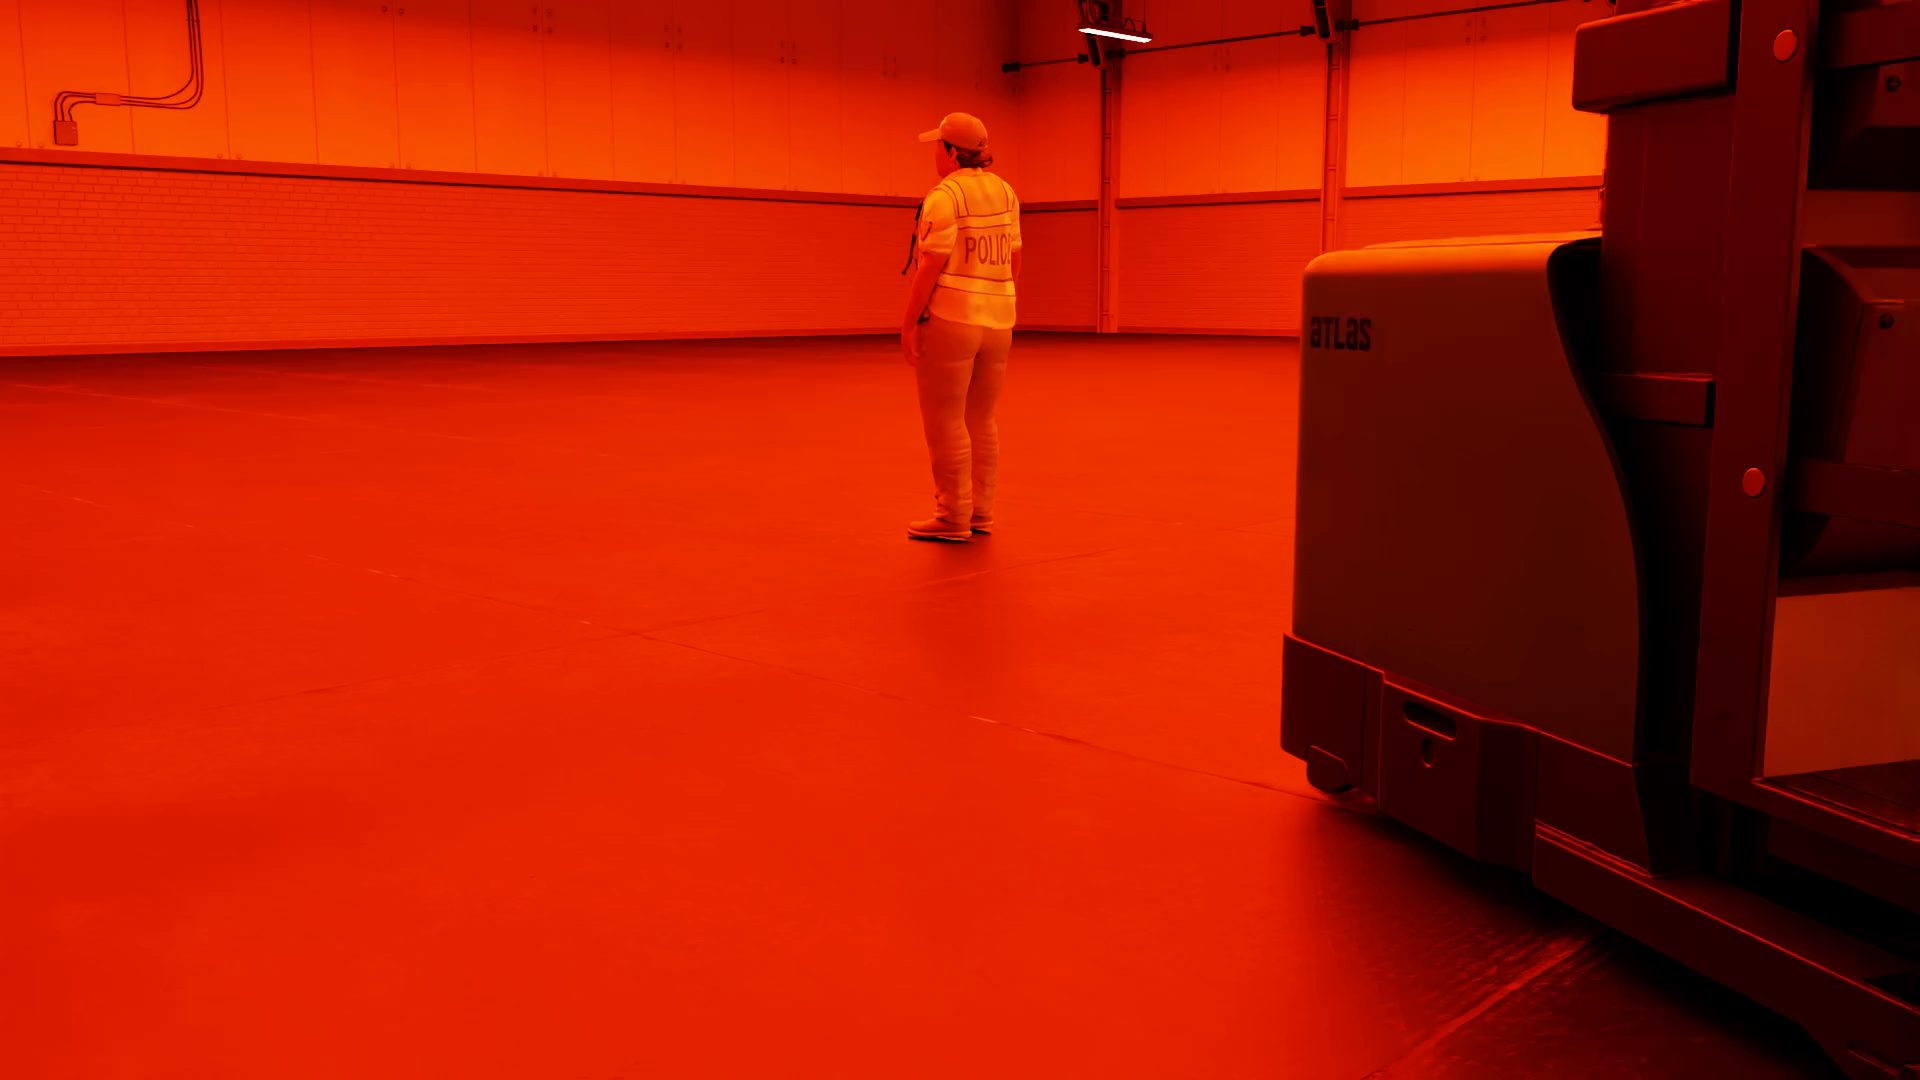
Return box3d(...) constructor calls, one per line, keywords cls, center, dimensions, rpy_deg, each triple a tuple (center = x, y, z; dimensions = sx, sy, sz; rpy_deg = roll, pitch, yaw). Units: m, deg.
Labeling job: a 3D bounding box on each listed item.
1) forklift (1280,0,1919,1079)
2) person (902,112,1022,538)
box3d(cls="forklift", center=(1.621, -0.775, 2.018), dimensions=(1.130, 2.935, 3.031), rpy_deg=(-3, 9, -19))
box3d(cls="person", center=(-0.039, -0.843, 6.661), dimensions=(0.529, 1.670, 0.598), rpy_deg=(8, 12, 43))
